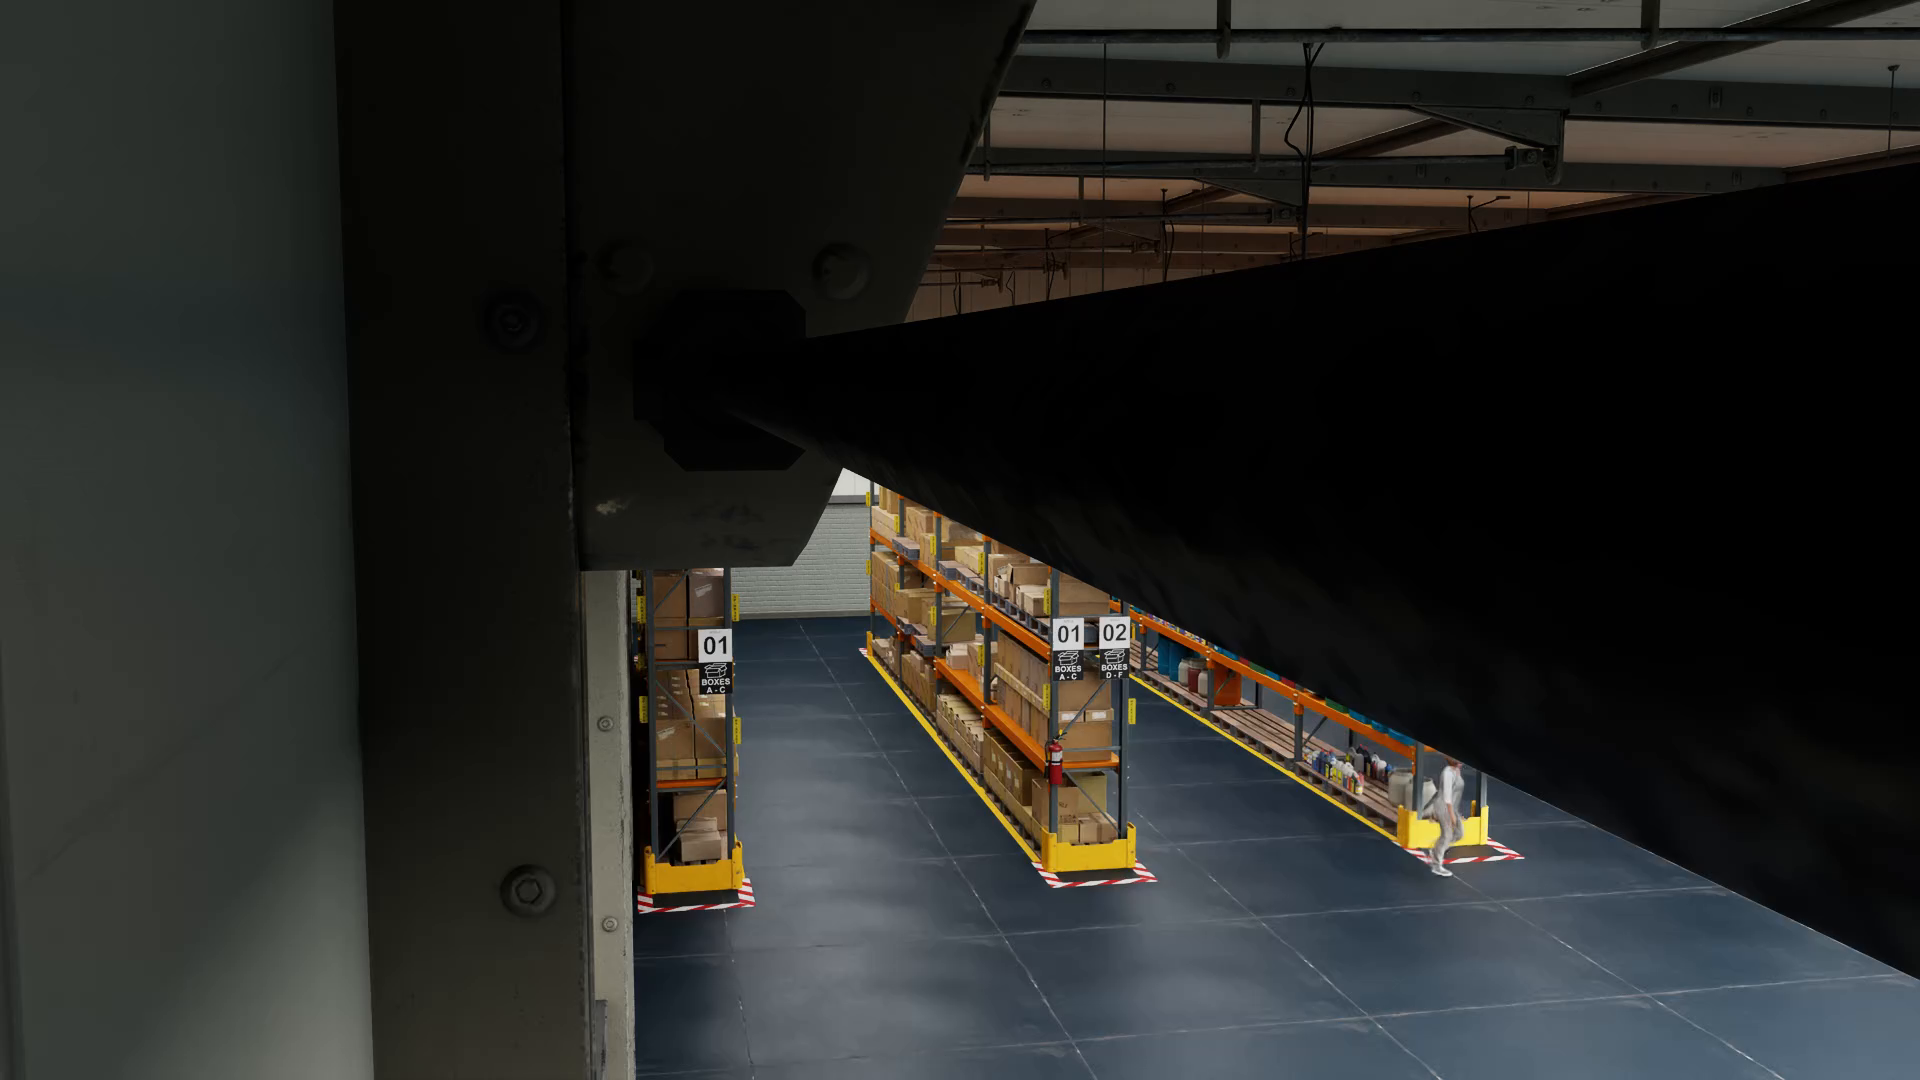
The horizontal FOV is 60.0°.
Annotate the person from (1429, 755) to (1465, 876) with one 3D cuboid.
[{"bbox_3d":[6.071,3.390,20.779,0.424,1.576,0.477,4,7,30],"label":"person"}]
